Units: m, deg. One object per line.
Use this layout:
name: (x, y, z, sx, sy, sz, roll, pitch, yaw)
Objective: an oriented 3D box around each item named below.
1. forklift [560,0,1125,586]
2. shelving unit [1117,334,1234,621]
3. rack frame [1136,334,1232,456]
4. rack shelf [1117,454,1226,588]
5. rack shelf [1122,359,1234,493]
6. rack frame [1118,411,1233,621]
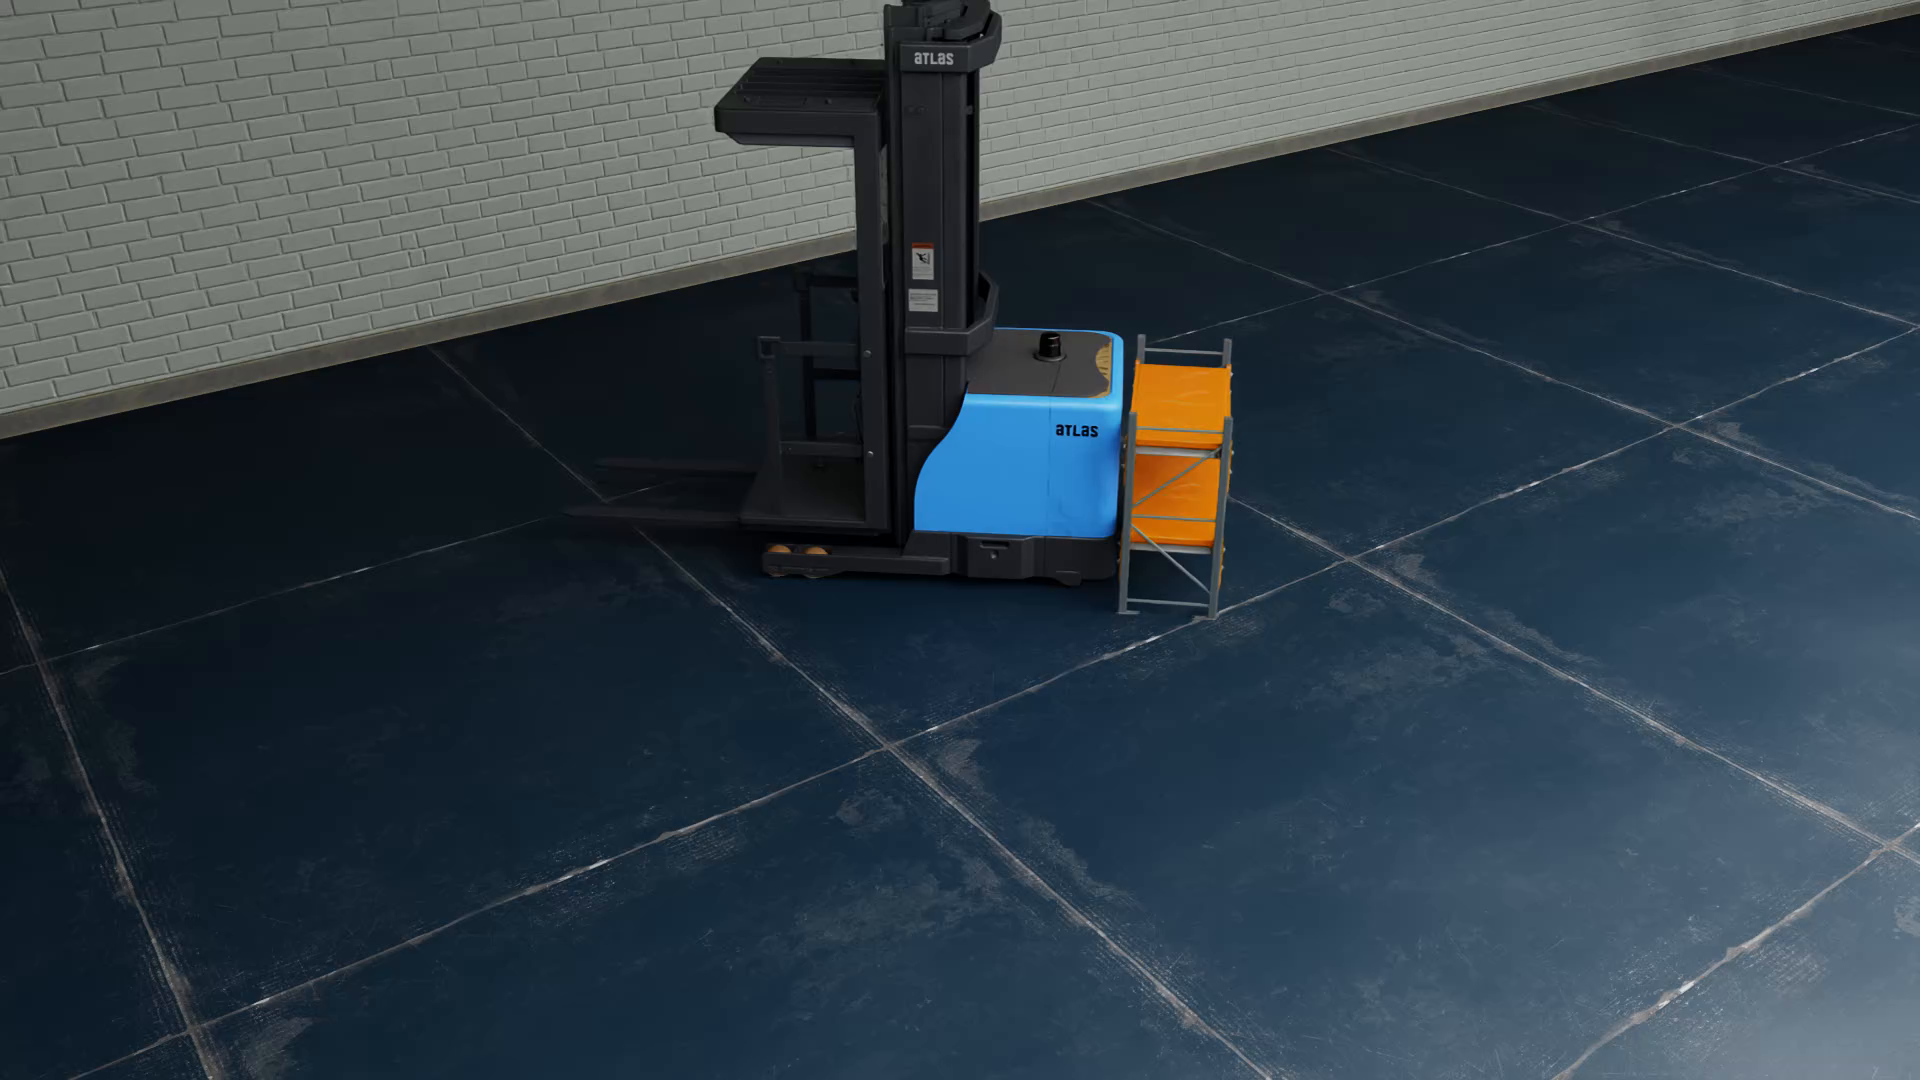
forklift: (-0.642, -1.329, 8.626, 3.031, 2.935, 1.130, 3, 29, 5)
shelving unit: (1.130, -0.345, 8.707, 0.538, 1.125, 1.048, 4, 29, 7)
rack frame: (1.200, -0.585, 9.149, 0.500, 1.125, 0.032, 4, 29, 7)
rack shelf: (1.130, -0.130, 8.824, 0.538, 0.278, 1.000, 4, 29, 7)
rack shelf: (1.130, -0.602, 8.567, 0.538, 0.278, 1.000, 4, 29, 7)
rack frame: (1.061, -0.105, 8.264, 0.500, 1.125, 0.032, 4, 29, 7)
